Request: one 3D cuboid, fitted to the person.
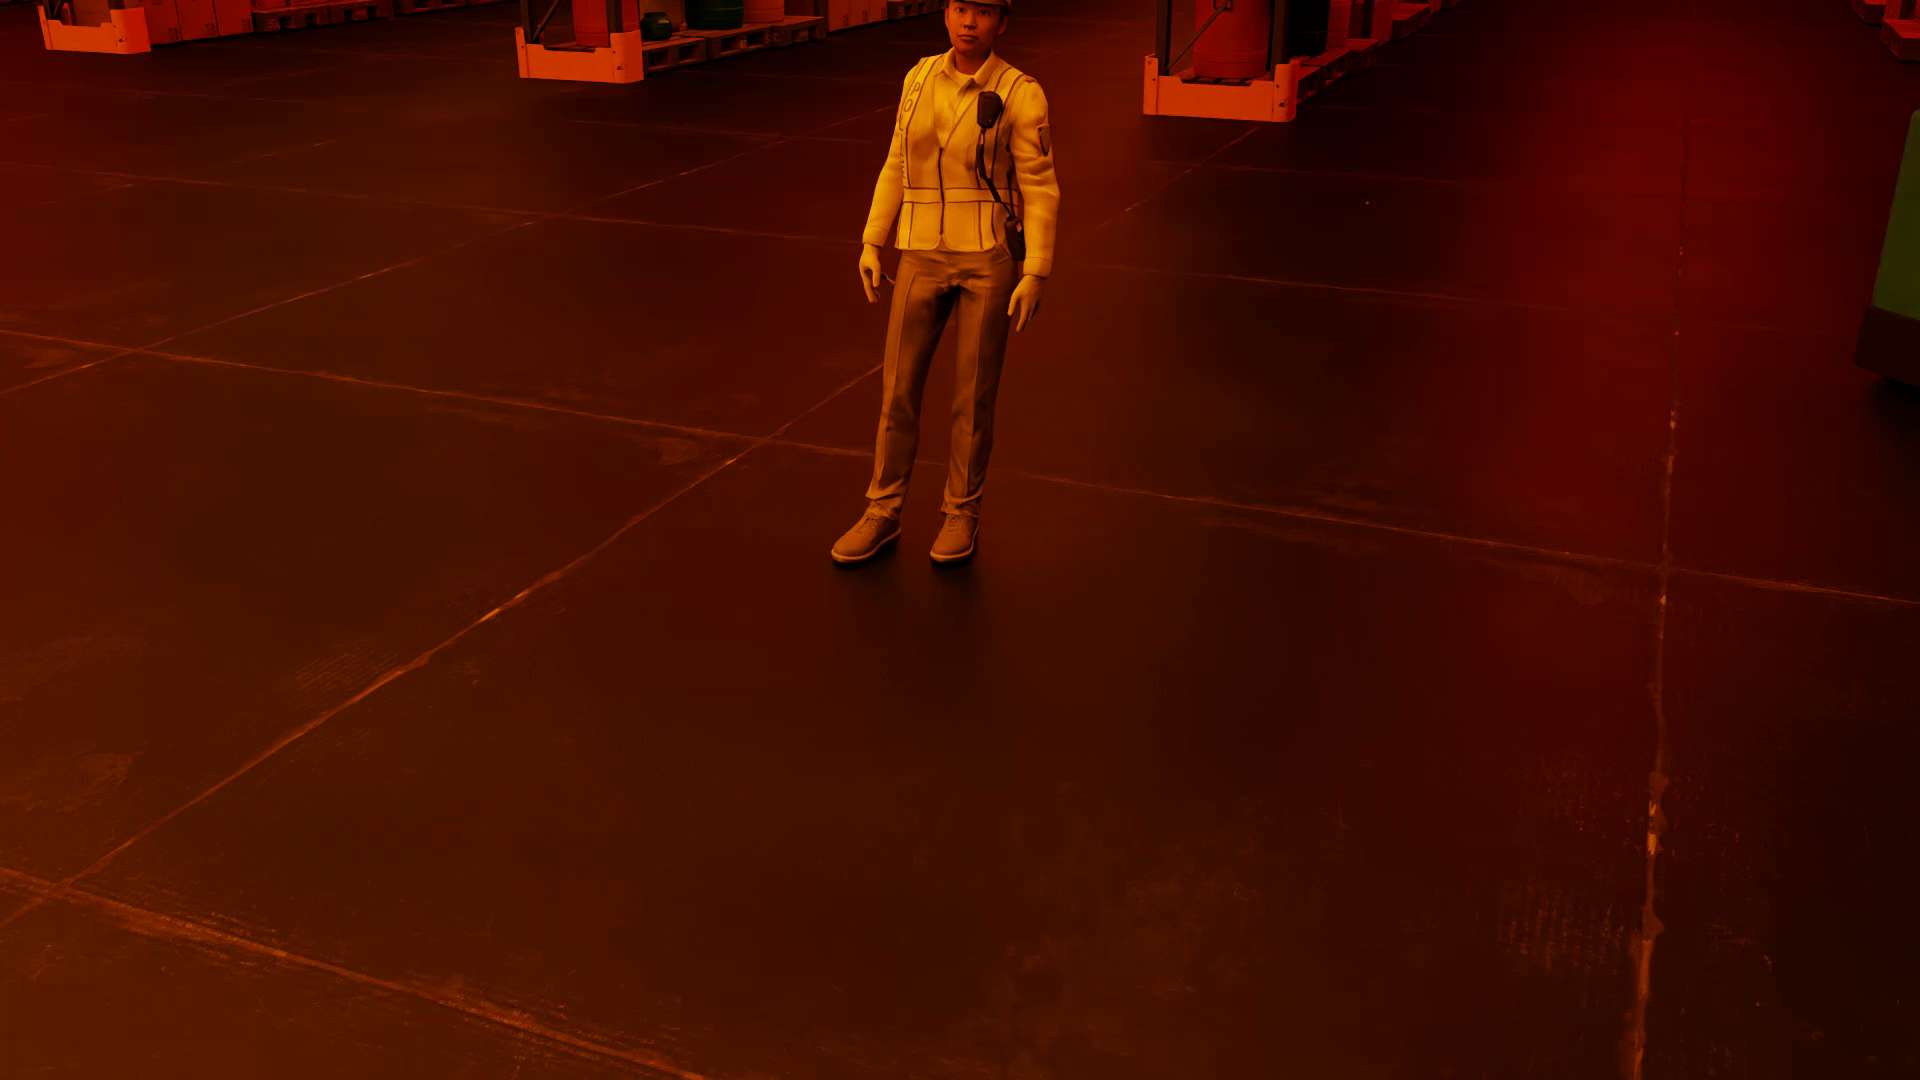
[{"bbox_3d":[-0.033,-0.765,4.707,0.586,1.694,0.530,9,24,21],"label":"person"}]

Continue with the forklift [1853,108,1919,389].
[{"bbox_3d":[5.106,-1.978,6.026,3.031,2.935,1.130,-7,24,-16],"label":"forklift"}]
